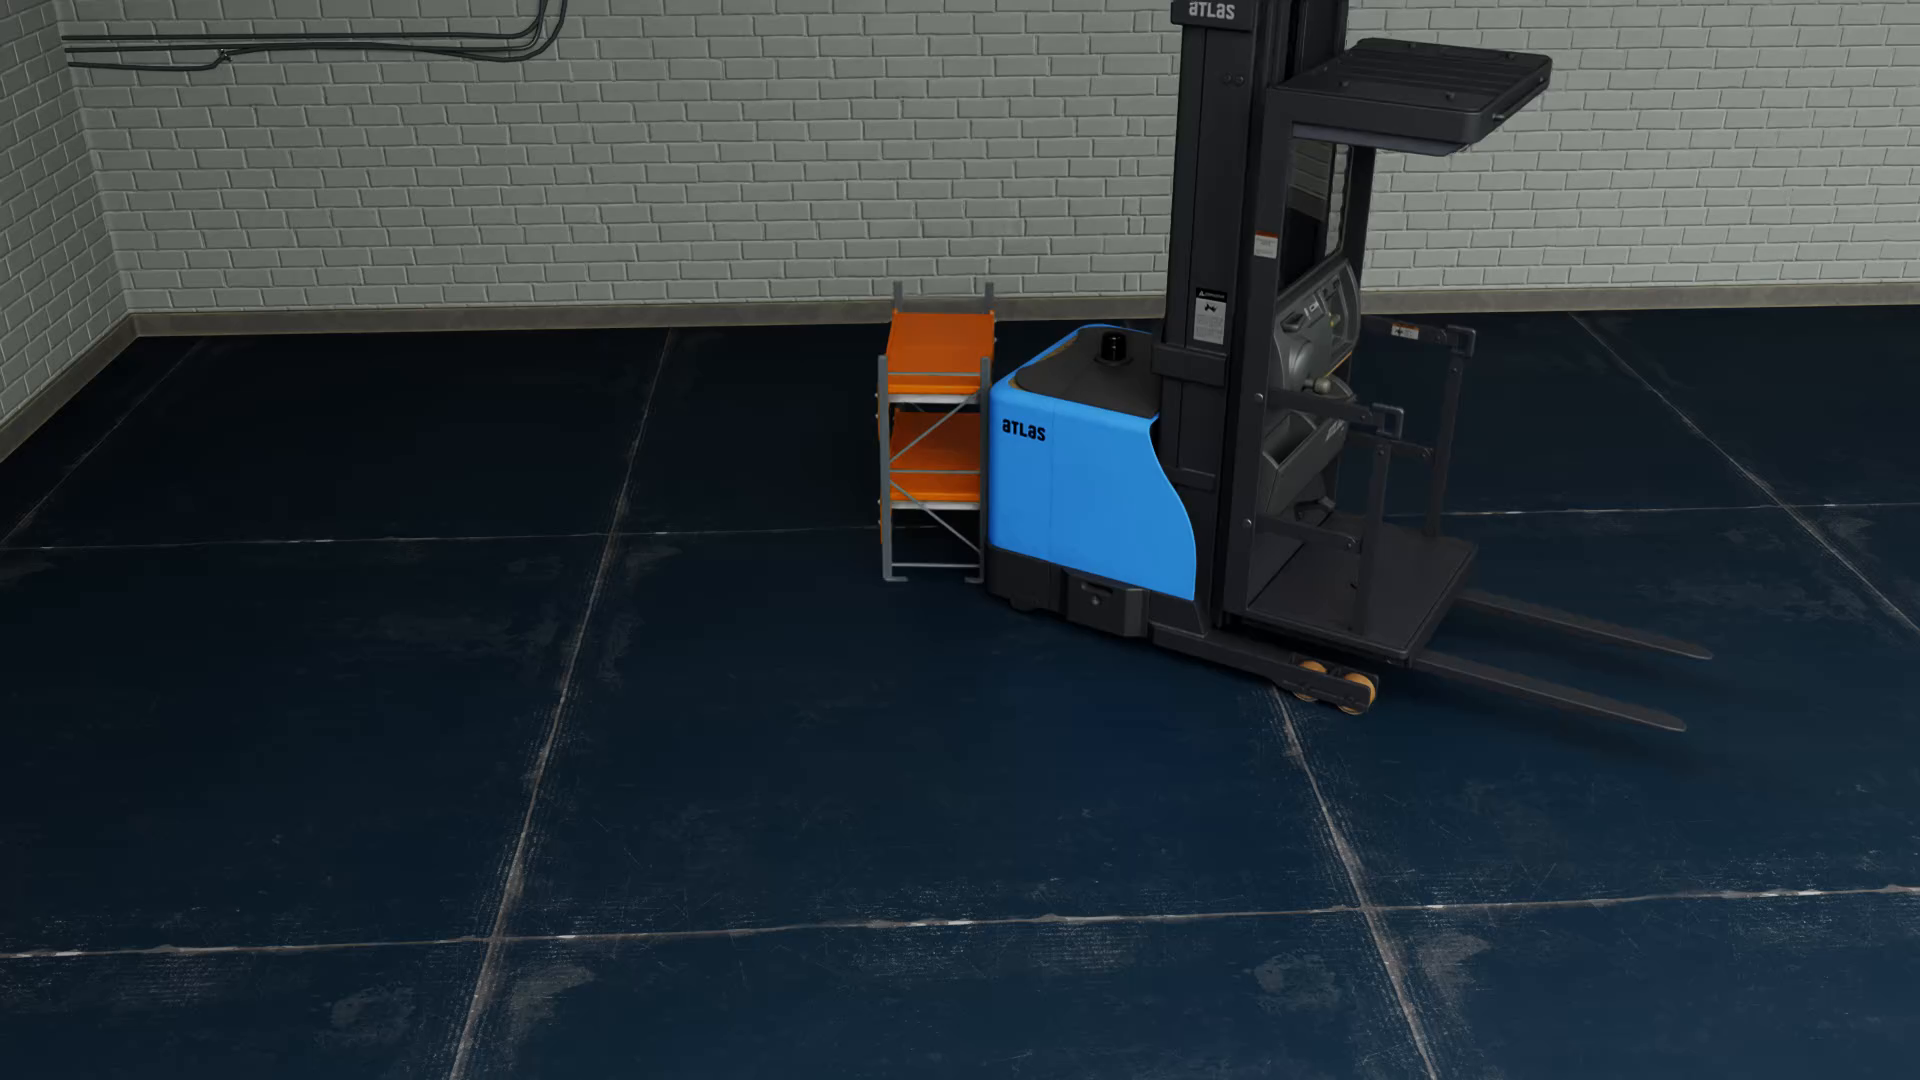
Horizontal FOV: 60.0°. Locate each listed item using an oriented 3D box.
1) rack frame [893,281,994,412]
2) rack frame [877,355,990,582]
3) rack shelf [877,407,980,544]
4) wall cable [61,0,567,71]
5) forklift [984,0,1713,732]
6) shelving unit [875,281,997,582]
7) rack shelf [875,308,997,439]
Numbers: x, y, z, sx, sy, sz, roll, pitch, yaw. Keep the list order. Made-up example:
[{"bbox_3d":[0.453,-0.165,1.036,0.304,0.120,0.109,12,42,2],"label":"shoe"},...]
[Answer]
[{"bbox_3d":[-0.081,-0.781,8.531,0.500,1.125,0.032,1,28,2],"label":"rack frame"},{"bbox_3d":[-0.115,-0.311,7.630,0.500,1.125,0.032,1,28,2],"label":"rack frame"},{"bbox_3d":[-0.098,-0.329,8.194,0.538,0.278,1.000,1,28,2],"label":"rack shelf"},{"bbox_3d":[-3.888,-3.954,9.458,3.097,2.526,0.112,-1,28,-3],"label":"wall cable"},{"bbox_3d":[1.642,-0.860,6.729,3.031,2.935,1.130,15,31,27],"label":"forklift"},{"bbox_3d":[-0.098,-0.546,8.081,0.538,1.125,1.048,1,28,2],"label":"shelving unit"},{"bbox_3d":[-0.098,-0.806,7.945,0.538,0.278,1.000,1,28,2],"label":"rack shelf"}]
